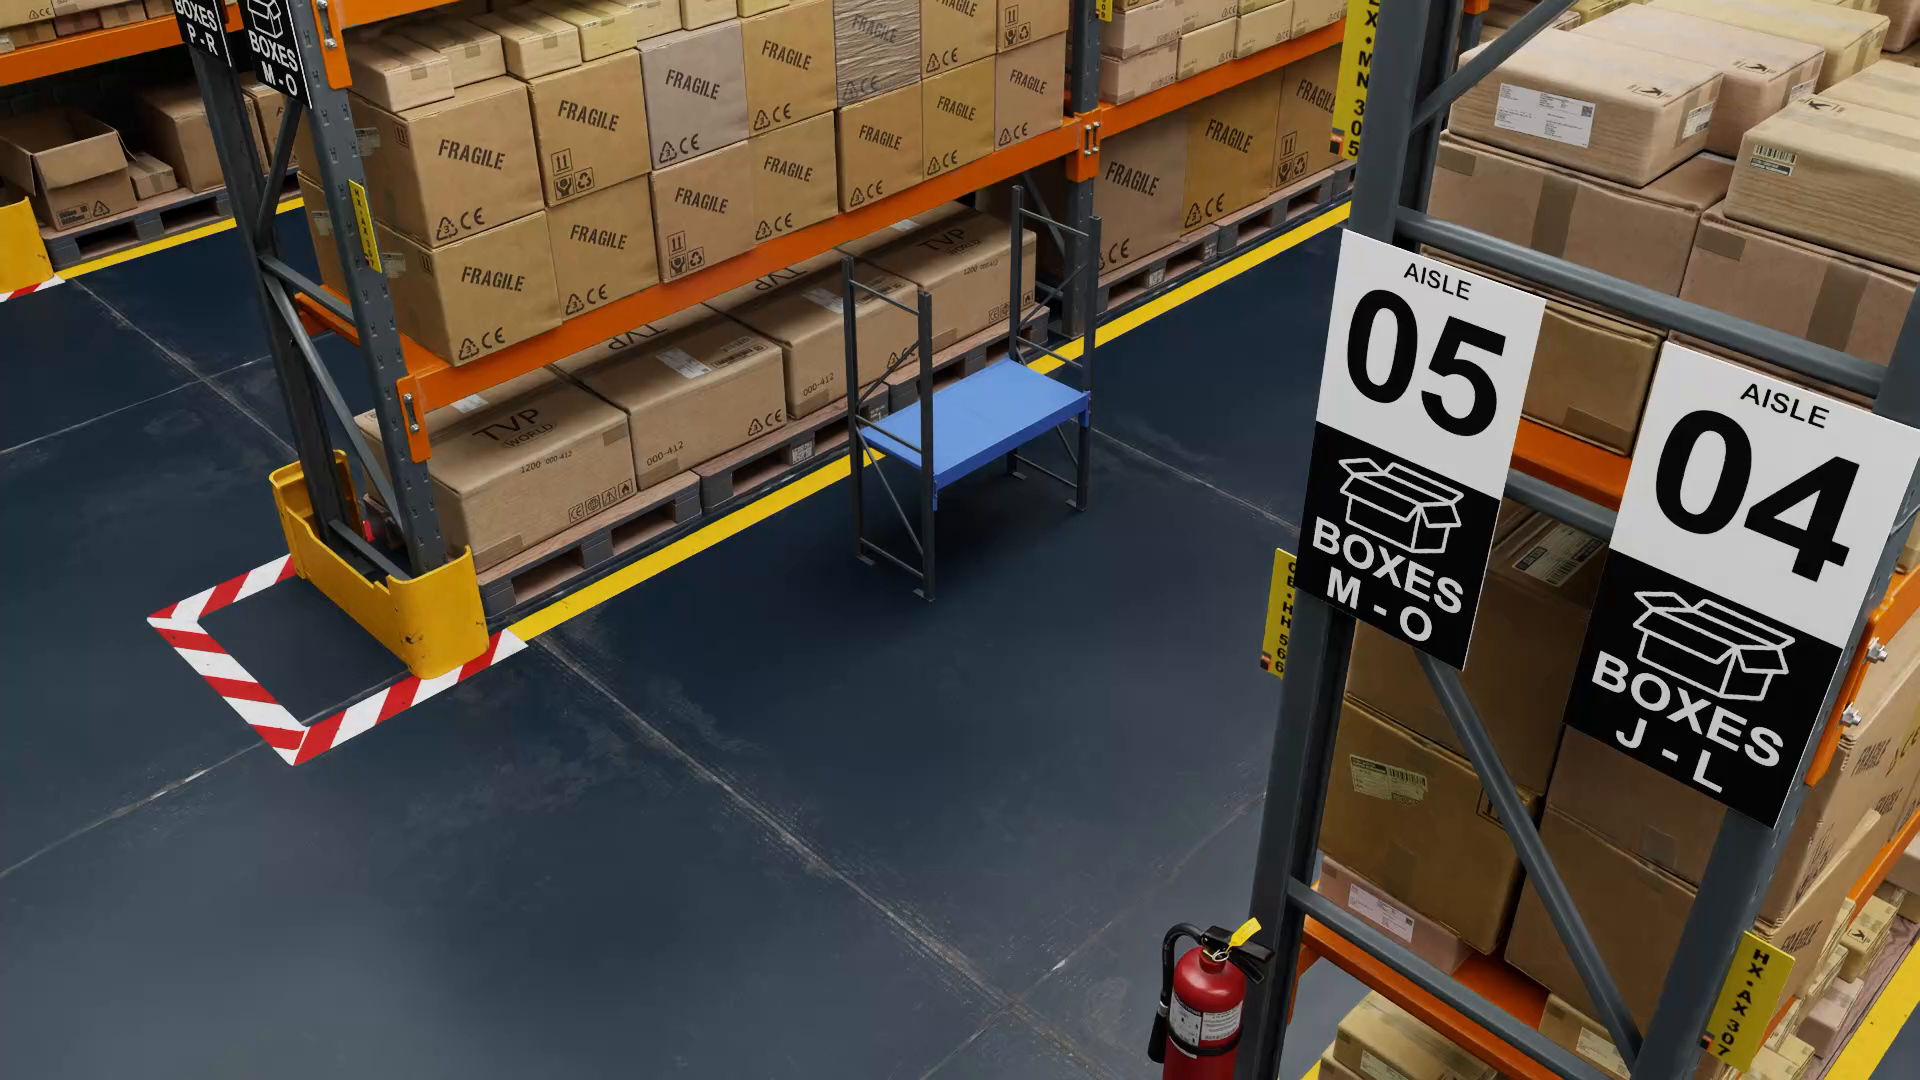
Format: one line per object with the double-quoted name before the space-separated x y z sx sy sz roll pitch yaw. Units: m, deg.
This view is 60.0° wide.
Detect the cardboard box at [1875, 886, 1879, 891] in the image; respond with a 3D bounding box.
"cardboard box" 2.720 1.001 5.297 0.380 0.149 0.250 30 45 35

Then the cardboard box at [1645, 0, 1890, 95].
"cardboard box" 1.537 -0.949 3.212 0.380 0.149 0.250 28 44 34

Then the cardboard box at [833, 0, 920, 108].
"cardboard box" -0.530 -2.306 7.473 0.500 0.500 0.500 -29 44 -35

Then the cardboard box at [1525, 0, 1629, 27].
"cardboard box" 4.598 -4.123 12.970 0.625 0.372 0.950 -28 44 -34

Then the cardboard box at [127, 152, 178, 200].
"cardboard box" -5.197 -2.316 10.574 0.380 0.149 0.250 28 43 34

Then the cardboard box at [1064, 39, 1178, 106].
"cardboard box" 0.819 -2.582 8.961 0.500 0.250 0.500 28 44 34

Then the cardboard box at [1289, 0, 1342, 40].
"cardboard box" 1.914 -3.193 9.838 0.500 0.250 0.500 29 44 35

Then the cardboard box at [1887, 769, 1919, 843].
"cardboard box" 2.313 0.351 4.276 0.500 0.500 0.500 -29 44 -35

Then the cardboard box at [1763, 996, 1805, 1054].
"cardboard box" 2.191 1.339 4.813 0.380 0.149 0.250 27 43 33

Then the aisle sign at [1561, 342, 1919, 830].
"aisle sign" 1.249 0.091 2.725 0.394 0.787 0.004 30 45 35

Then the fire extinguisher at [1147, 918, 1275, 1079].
"fire extinguisher" 0.582 1.108 3.933 0.296 0.674 0.183 30 45 35

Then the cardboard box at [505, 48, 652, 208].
"cardboard box" -1.597 -1.691 6.591 0.500 0.500 0.500 28 44 34

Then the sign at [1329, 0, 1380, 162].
"sign" 0.708 -0.819 2.905 0.100 0.325 0.005 30 45 35

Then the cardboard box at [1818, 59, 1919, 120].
"cardboard box" 1.669 -0.667 2.807 0.250 0.149 0.380 -28 44 -34

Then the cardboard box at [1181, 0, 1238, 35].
"cardboard box" 1.179 -3.003 9.127 0.500 0.250 0.500 -29 44 -35

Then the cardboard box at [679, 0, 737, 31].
"cardboard box" -1.126 -2.218 6.779 0.250 0.149 0.380 -29 44 -35

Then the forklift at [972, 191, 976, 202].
"forklift" -0.325 -3.548 10.275 1.130 2.935 3.031 21 40 27

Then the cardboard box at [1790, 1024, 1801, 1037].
"cardboard box" 2.350 1.476 5.137 0.380 0.149 0.250 30 45 35

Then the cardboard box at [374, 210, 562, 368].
"cardboard box" -1.955 -1.068 6.571 0.500 0.500 0.500 29 44 35

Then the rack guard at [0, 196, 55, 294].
"rack guard" -5.968 -1.952 10.112 1.175 0.500 0.348 30 45 35

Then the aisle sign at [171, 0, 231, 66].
"aisle sign" -2.767 -2.109 5.880 0.394 0.787 0.004 30 45 35

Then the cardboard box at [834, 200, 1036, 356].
"cardboard box" -0.197 -1.481 9.124 0.875 0.438 0.875 29 44 35

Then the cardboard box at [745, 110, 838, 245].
"cardboard box" -0.906 -1.693 7.468 0.500 0.500 0.500 -28 44 -34

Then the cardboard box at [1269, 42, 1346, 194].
"cardboard box" 1.963 -2.888 10.760 0.875 0.875 0.875 -29 44 -35

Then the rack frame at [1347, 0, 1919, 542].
"rack frame" 1.087 -1.454 1.968 1.000 3.000 0.127 30 45 35

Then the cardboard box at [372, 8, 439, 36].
"cardboard box" -2.224 -2.004 6.472 0.250 0.149 0.380 -29 44 -35

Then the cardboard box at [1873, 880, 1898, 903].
"cardboard box" 2.936 1.019 5.532 0.380 0.149 0.250 27 43 33

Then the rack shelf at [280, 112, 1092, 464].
"rack shelf" -1.088 -1.464 7.856 1.077 0.370 4.000 30 45 35

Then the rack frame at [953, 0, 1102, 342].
"rack frame" 0.322 -2.571 8.814 1.000 3.000 0.127 30 45 35

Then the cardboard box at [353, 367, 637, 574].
"cardboard box" -2.103 -0.377 7.541 0.875 0.438 0.875 28 44 34

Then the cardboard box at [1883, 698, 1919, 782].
"cardboard box" 1.943 0.151 3.690 0.500 0.500 0.500 -29 44 -34

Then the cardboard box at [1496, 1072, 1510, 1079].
"cardboard box" 1.498 1.364 4.777 0.250 0.149 0.380 -29 44 -35

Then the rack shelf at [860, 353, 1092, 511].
"rack shelf" 0.060 -0.502 7.474 0.538 0.185 1.000 30 45 35

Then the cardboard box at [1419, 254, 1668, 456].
"cardboard box" 1.220 -0.453 3.287 0.500 0.250 0.500 29 44 34

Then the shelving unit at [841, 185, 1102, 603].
"shelving unit" 0.060 -0.650 7.371 0.538 1.500 1.048 30 45 35

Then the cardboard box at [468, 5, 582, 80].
"cardboard box" -1.651 -1.891 6.311 0.250 0.149 0.380 -28 44 -34

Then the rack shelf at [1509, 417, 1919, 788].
"rack shelf" 2.496 -0.741 4.196 1.077 0.370 4.000 30 45 35

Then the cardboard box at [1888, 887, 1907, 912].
"cardboard box" 2.910 1.175 5.567 0.250 0.149 0.380 -29 44 -35

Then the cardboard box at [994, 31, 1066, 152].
"cardboard box" 0.176 -2.321 8.368 0.500 0.500 0.500 -29 44 -35

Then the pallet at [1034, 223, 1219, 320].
"pallet" 0.812 -1.771 10.105 1.003 0.211 1.213 30 45 35

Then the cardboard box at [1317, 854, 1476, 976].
"cardboard box" 1.116 0.863 4.109 0.380 0.149 0.250 30 45 35

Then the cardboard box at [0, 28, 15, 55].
"cardboard box" -5.595 -2.866 9.457 0.380 0.149 0.250 29 44 35

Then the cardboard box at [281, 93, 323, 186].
"cardboard box" -2.326 -1.690 6.590 0.500 0.500 0.500 -28 44 -34

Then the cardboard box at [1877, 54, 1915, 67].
"cardboard box" 1.591 -0.865 3.440 0.500 0.250 0.500 28 44 34

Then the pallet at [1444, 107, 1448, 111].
"pallet" 3.691 -3.368 12.394 1.003 0.211 1.213 30 45 35

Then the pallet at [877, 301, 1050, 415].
"pallet" -0.270 -1.150 9.215 1.003 0.211 1.213 30 45 35

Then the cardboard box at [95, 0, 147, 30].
"cardboard box" -5.067 -3.187 9.917 0.250 0.149 0.380 -28 44 -34
